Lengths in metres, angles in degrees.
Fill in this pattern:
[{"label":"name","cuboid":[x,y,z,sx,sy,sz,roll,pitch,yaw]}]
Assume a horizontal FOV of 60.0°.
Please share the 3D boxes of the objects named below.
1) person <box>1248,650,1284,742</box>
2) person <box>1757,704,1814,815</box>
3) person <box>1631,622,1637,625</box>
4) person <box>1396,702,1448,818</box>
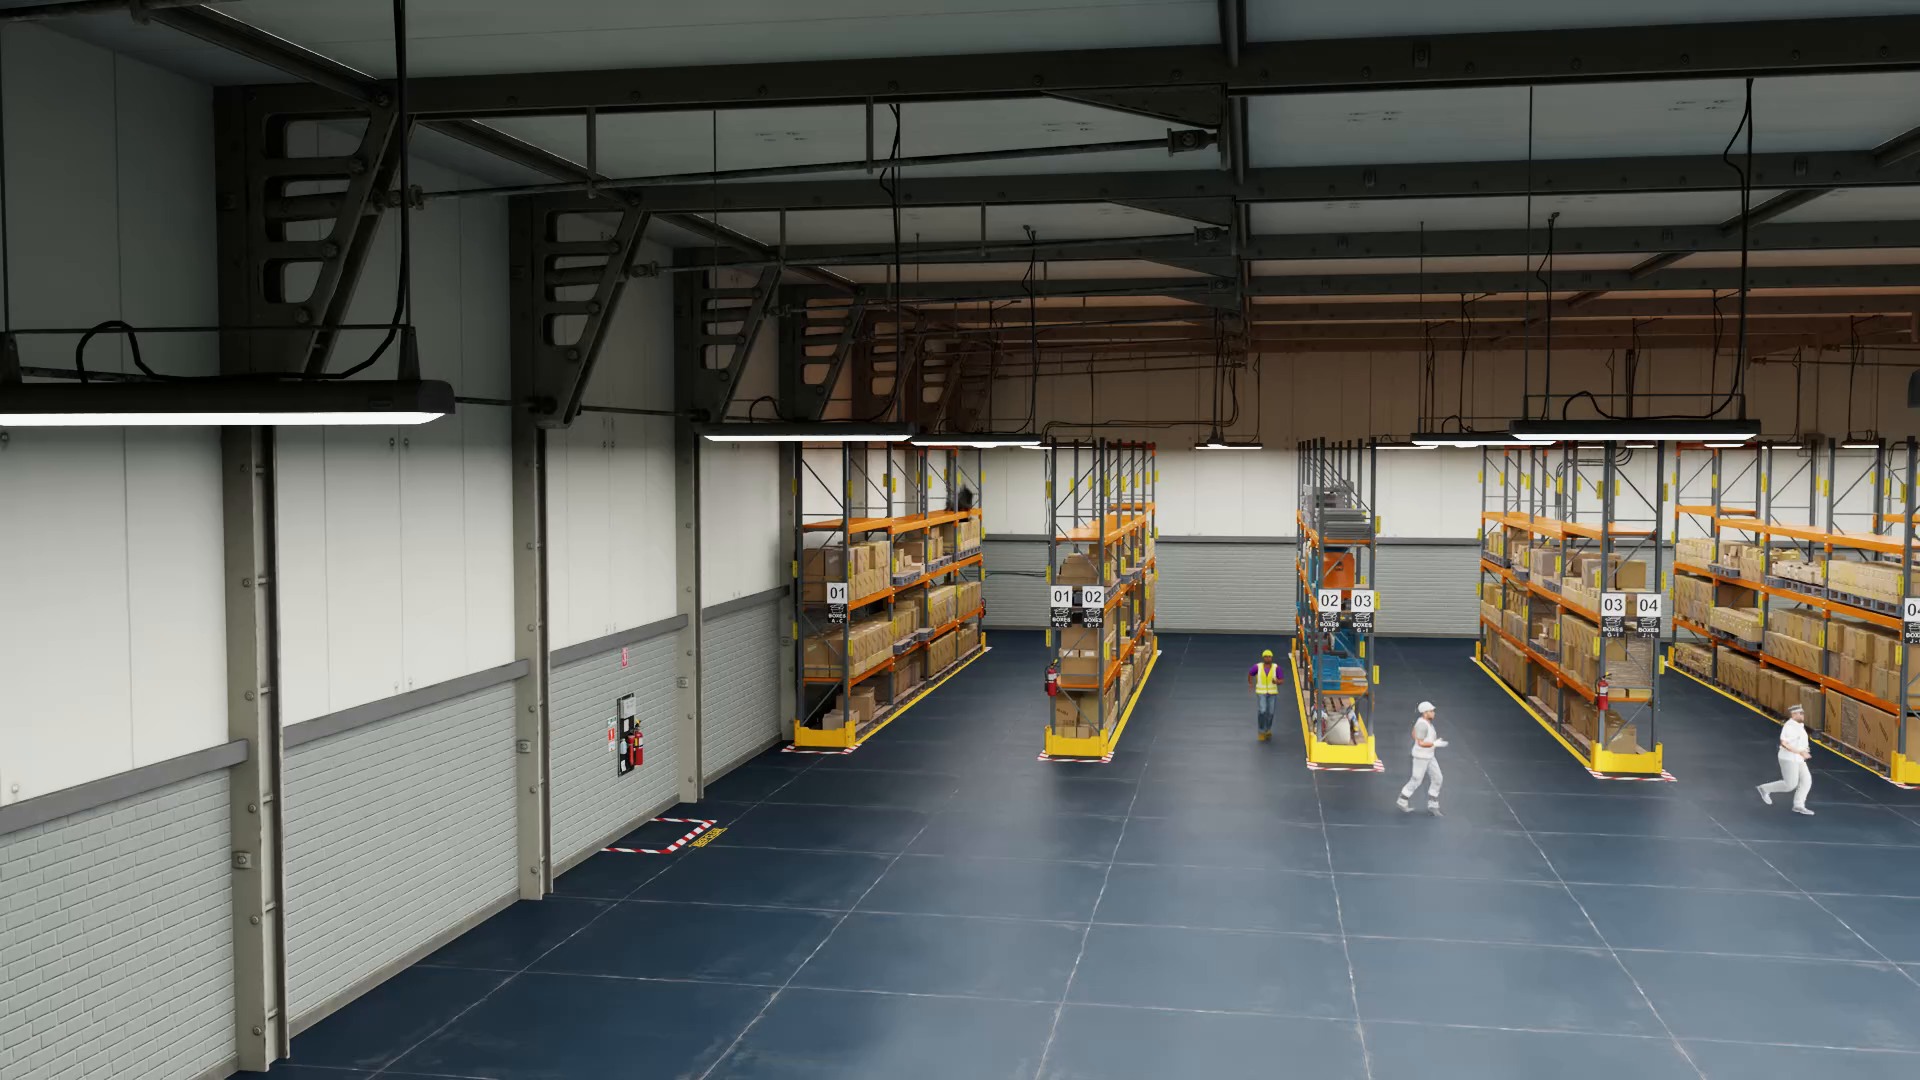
[{"label":"person","cuboid":[6.097,3.094,33.068,0.669,1.823,0.751,0,3,2]},{"label":"person","cuboid":[13.151,3.455,26.407,0.829,1.750,0.653,3,4,45]},{"label":"person","cuboid":[17.598,2.543,43.381,0.705,1.767,0.981,0,3,8]},{"label":"person","cuboid":[7.273,3.455,26.093,0.828,1.846,0.600,2,4,33]}]
